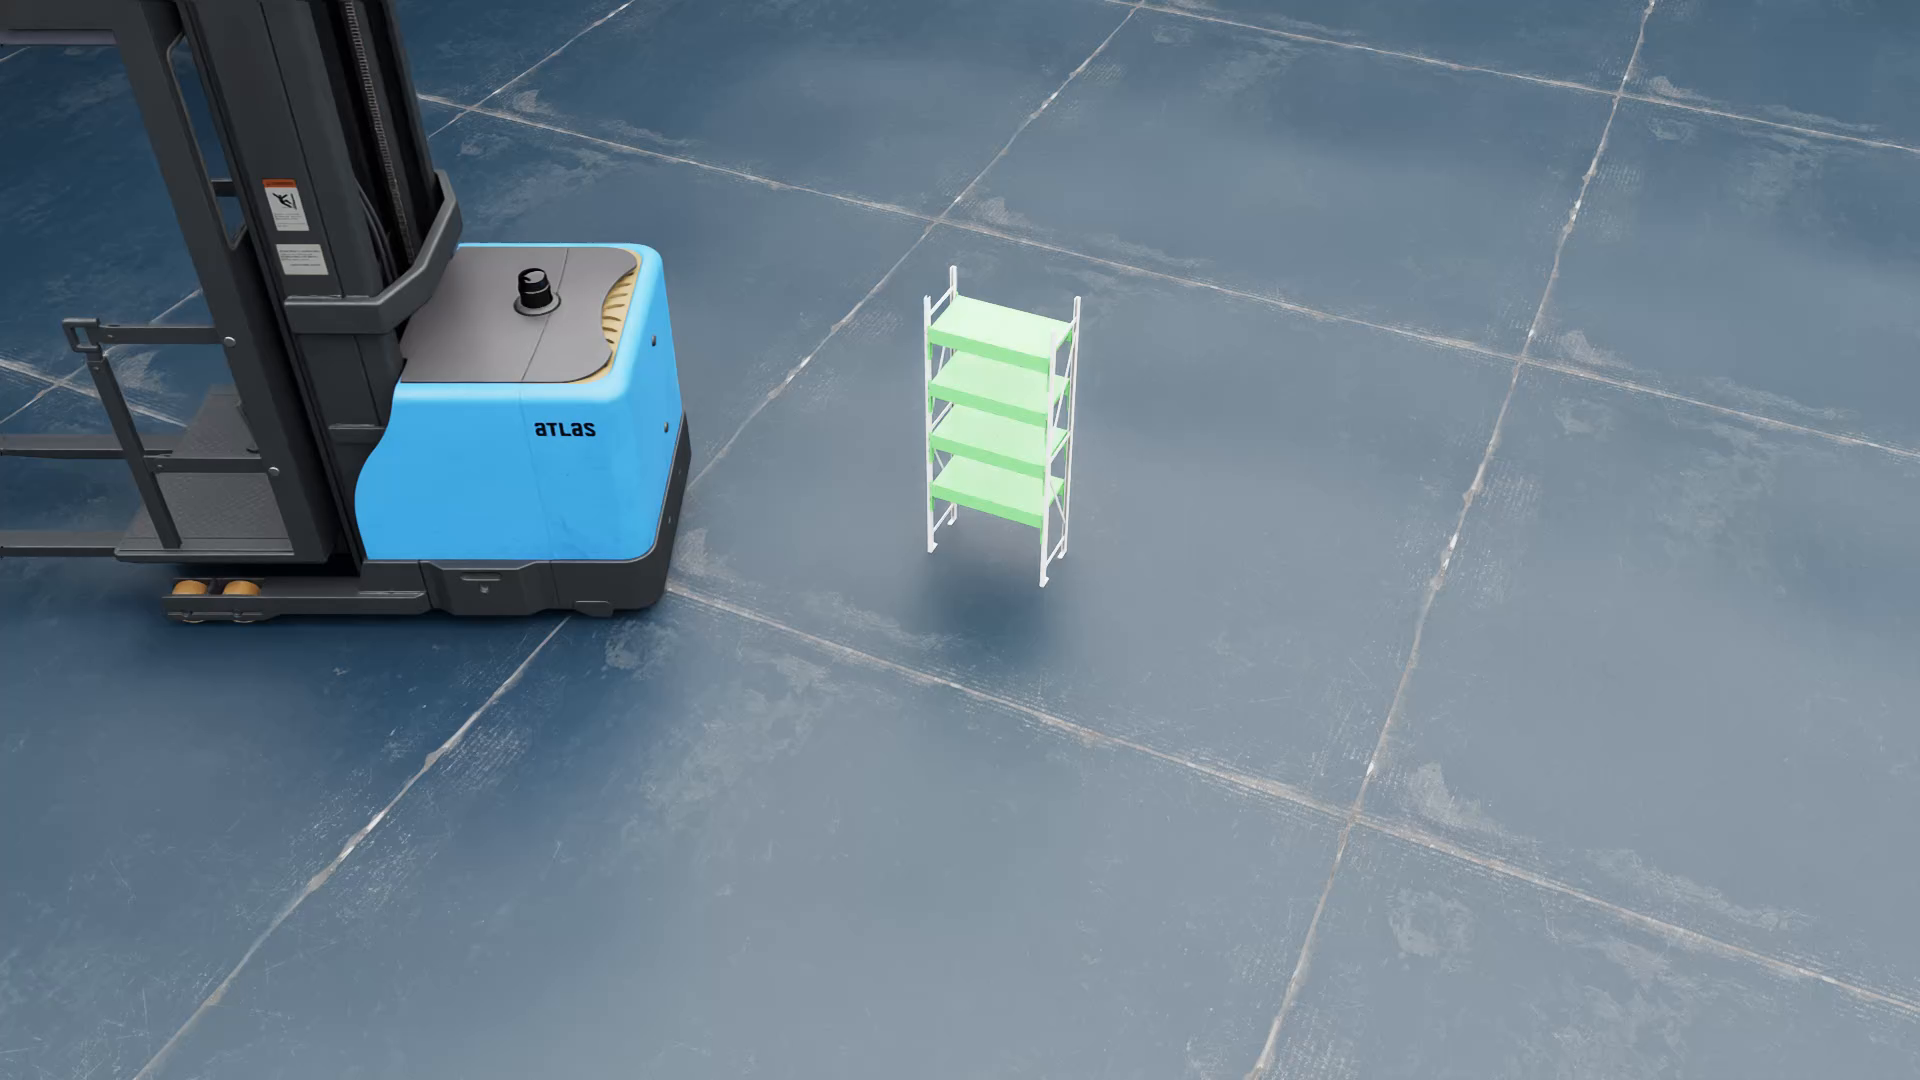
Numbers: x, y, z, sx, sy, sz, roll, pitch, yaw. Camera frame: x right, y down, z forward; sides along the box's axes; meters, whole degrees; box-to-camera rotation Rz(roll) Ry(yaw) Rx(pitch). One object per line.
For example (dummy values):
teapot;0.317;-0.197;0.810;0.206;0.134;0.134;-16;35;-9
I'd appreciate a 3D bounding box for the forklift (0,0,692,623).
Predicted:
forklift;-2.655;-1.137;5.824;3.031;2.935;1.130;0;41;0

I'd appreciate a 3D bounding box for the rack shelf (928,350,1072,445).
rack shelf;0.150;-0.541;6.189;0.480;0.148;0.258;17;44;19

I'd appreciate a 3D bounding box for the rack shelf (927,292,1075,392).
rack shelf;0.150;-0.722;6.032;0.480;0.148;0.258;17;44;19

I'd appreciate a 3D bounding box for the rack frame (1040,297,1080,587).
rack frame;0.371;-0.340;6.226;0.015;1.200;0.240;17;44;19

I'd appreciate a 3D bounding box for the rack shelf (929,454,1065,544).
rack shelf;0.150;-0.178;6.503;0.480;0.148;0.258;17;44;19

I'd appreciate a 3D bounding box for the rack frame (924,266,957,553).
rack frame;-0.071;-0.475;6.382;0.015;1.200;0.240;17;44;19

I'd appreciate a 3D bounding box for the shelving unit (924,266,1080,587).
shelving unit;0.150;-0.408;6.304;0.503;1.200;0.258;17;44;19

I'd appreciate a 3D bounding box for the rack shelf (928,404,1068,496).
rack shelf;0.150;-0.359;6.346;0.480;0.148;0.258;17;44;19
